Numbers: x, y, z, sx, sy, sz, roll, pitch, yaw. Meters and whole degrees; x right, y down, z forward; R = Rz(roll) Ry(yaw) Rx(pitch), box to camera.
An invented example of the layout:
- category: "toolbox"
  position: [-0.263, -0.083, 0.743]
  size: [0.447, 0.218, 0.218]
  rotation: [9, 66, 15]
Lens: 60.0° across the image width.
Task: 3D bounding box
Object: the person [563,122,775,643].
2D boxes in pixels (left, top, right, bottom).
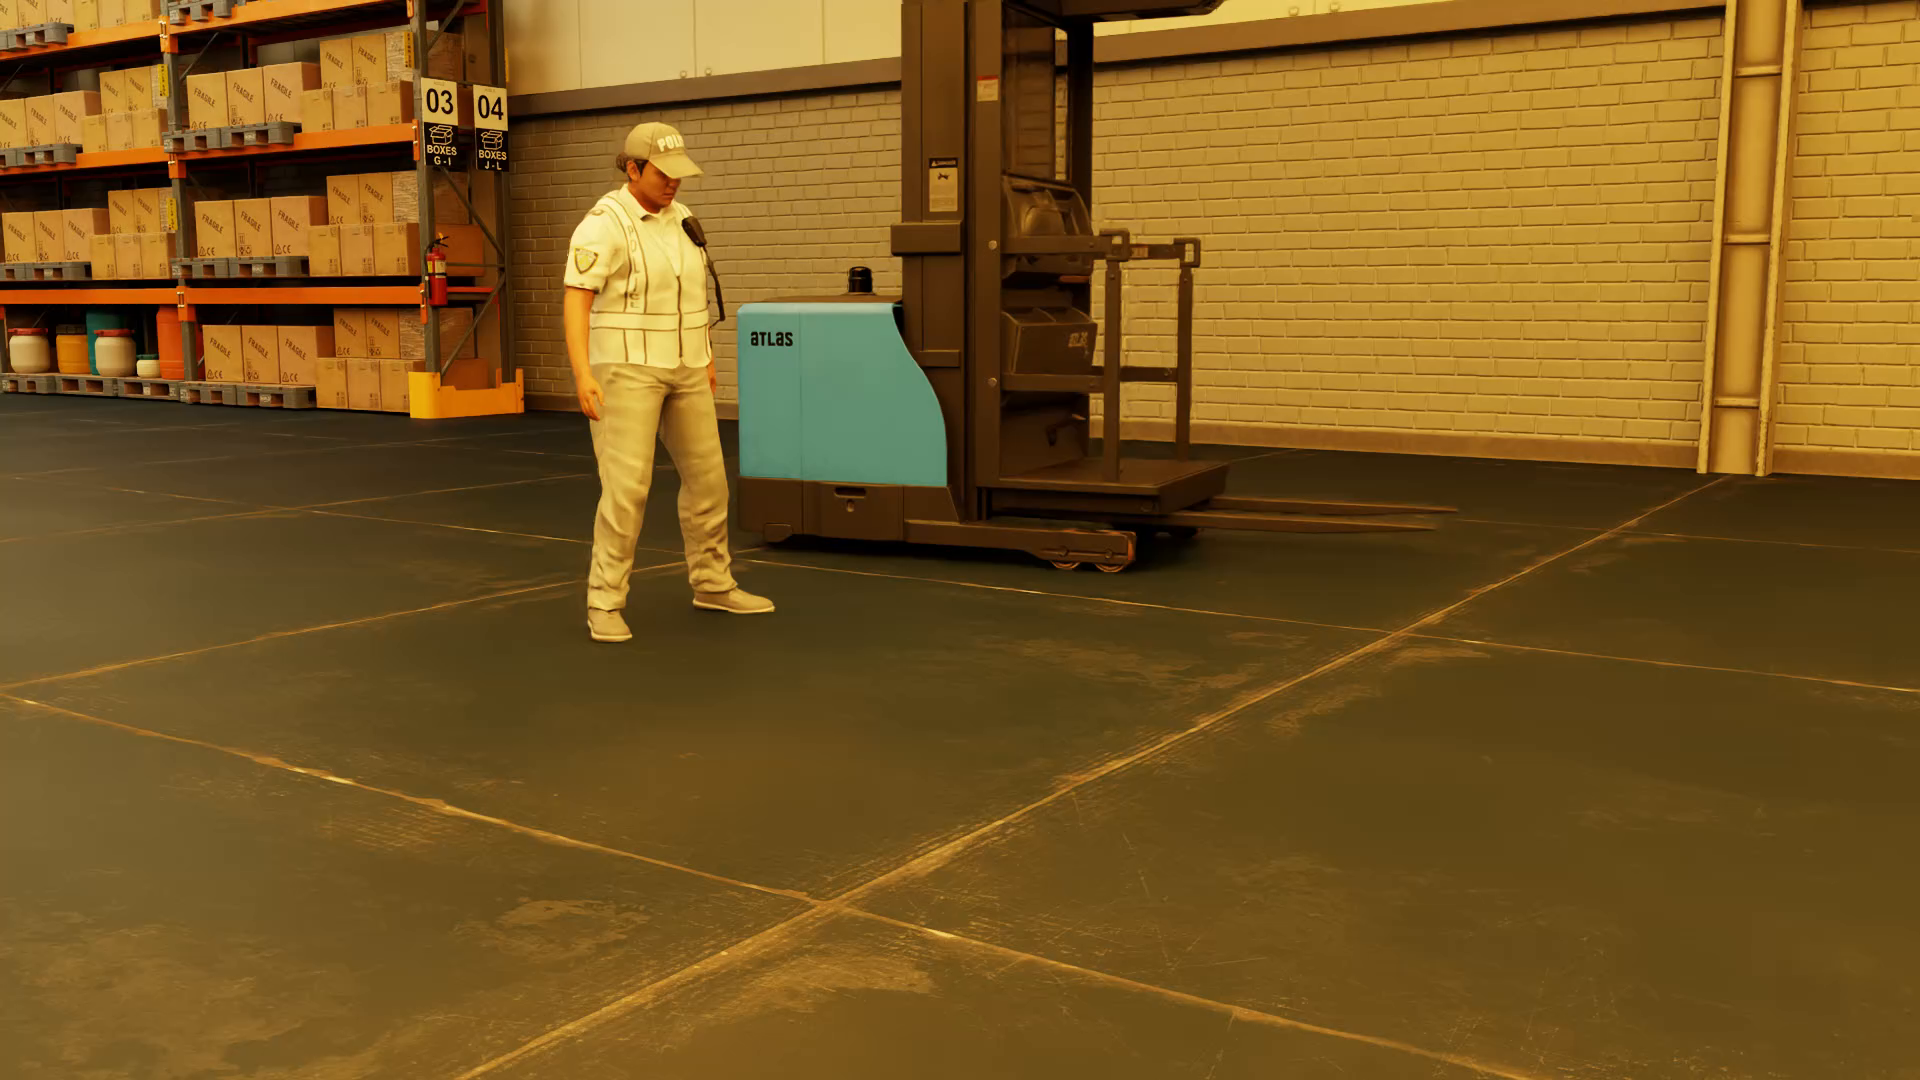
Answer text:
- category: "person"
  position: [-0.984, -0.528, 5.517]
  size: [0.468, 1.651, 0.778]
  rotation: [7, 10, 39]

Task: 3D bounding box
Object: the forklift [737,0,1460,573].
- category: "forklift"
  position: [0.566, -1.403, 7.061]
  size: [3.031, 2.935, 1.130]
  rotation: [4, 9, 24]
